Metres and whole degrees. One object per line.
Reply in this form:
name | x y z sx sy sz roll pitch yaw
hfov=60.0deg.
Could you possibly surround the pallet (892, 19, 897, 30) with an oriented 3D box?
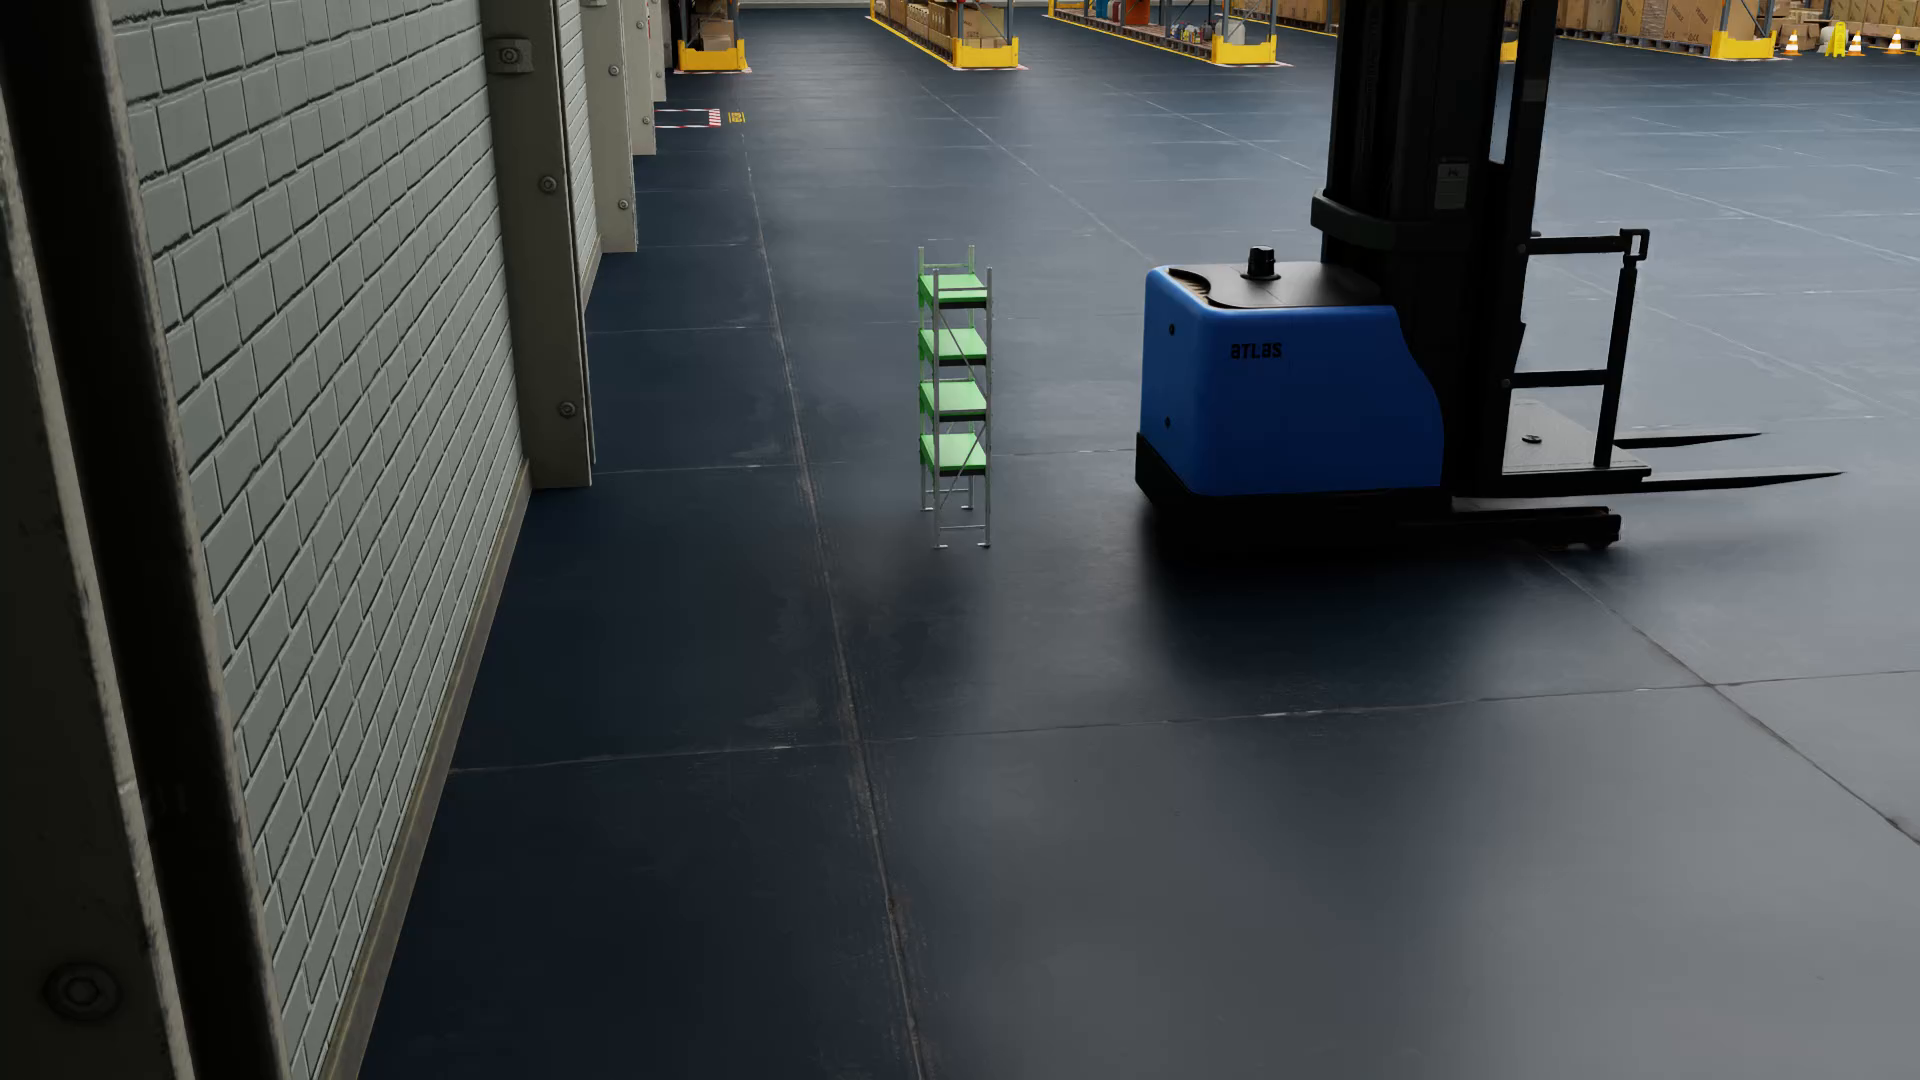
pallet | -1.113 -12.653 40.792 1.003 0.211 1.213 -3 21 -8

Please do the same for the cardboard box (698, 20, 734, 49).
cardboard box | -4.588 -9.566 31.486 0.700 0.500 0.500 -4 21 -11

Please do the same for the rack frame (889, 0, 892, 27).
rack frame | -1.268 -14.239 41.053 1.000 3.000 0.127 -3 21 -8

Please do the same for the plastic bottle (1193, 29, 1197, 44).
plastic bottle | 4.631 -9.920 32.742 0.061 0.283 0.133 -2 21 -6

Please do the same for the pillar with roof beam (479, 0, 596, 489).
pillar with roof beam | 2.324 -4.750 7.072 9.100 9.000 0.400 -3 21 -8

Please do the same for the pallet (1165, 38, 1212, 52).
pallet | 4.843 -10.177 34.162 1.003 0.211 1.213 -3 21 -8

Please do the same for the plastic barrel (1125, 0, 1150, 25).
plastic barrel | 4.124 -12.451 38.768 0.600 0.830 0.708 -3 21 -8

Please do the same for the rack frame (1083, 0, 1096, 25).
rack frame | 3.635 -14.488 41.719 1.000 3.000 0.127 -3 21 -8

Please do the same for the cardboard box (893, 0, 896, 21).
cardboard box | -1.351 -12.910 40.439 0.500 0.500 0.500 -3 21 -7

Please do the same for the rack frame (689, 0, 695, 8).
rack frame | -6.169 -13.988 40.381 1.000 3.000 0.127 -3 21 -8

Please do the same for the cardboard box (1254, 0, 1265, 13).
cardboard box | 8.390 -14.483 44.143 0.875 0.875 0.875 -3 21 -8

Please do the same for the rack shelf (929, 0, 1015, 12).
rack shelf | 0.174 -10.440 31.909 1.077 0.370 4.000 -3 21 -8

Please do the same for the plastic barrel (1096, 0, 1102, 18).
plastic barrel | 3.696 -13.512 41.506 0.600 0.901 0.708 -3 21 -8

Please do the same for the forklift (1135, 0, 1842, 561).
forklift | 2.376 -1.505 7.057 3.031 2.935 1.130 -3 21 -8

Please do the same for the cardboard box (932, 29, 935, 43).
cardboard box | -0.281 -10.029 33.110 0.500 0.250 0.500 -3 21 -8

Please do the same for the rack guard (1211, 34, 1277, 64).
rack guard | 5.307 -9.186 31.096 1.175 0.500 0.348 -3 21 -8

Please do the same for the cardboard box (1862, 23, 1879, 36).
cardboard box | 19.481 -10.790 35.149 0.500 0.250 0.500 -3 21 -8

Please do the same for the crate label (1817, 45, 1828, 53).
crate label | 17.509 -9.921 33.582 0.250 0.136 0.298 -15 25 -35

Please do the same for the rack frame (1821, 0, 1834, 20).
rack frame | 19.495 -12.468 36.310 1.000 3.000 0.127 -3 21 -8

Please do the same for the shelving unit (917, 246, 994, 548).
shelving unit | -0.024 -0.619 7.160 0.258 1.200 0.503 -3 21 -8

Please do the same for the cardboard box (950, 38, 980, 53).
cardboard box | 0.093 -9.164 30.794 0.500 0.250 0.500 -3 21 -8

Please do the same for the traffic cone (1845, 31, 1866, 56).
traffic cone | 17.684 -9.804 32.805 0.336 0.463 0.334 -3 21 -8

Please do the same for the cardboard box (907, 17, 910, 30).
cardboard box | -0.906 -11.567 37.228 0.500 0.250 0.500 -3 21 -8

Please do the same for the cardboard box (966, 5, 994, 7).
cardboard box | 0.391 -10.061 32.124 0.500 0.500 0.500 -3 21 -8

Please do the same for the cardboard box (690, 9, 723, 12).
cardboard box | -5.378 -11.037 35.423 0.700 0.500 0.500 -3 21 -8

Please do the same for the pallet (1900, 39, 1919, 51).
pallet | 19.979 -10.086 33.918 1.003 0.211 1.213 -3 21 -8

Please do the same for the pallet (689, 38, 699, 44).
pallet | -5.130 -10.181 34.174 1.003 0.211 1.213 -3 21 -8

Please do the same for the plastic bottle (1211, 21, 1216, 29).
plastic bottle | 5.193 -10.408 33.953 0.144 0.351 0.185 -4 21 -10

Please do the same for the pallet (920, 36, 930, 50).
pallet | -0.259 -10.416 34.803 1.003 0.211 1.213 -3 21 -8

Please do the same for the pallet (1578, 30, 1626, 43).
pallet | 14.426 -11.140 36.741 1.003 0.211 1.213 -3 21 -8

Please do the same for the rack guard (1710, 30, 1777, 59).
rack guard | 15.192 -9.619 32.255 1.175 0.500 0.348 -3 21 -8

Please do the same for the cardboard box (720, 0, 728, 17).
cardboard box | -5.569 -12.054 37.675 0.750 0.750 0.750 -3 21 -8

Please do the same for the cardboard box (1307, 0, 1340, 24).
cardboard box | 9.034 -12.794 39.620 1.225 0.875 0.875 -4 21 -10

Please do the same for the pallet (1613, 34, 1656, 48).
pallet | 14.644 -10.609 35.320 1.003 0.211 1.213 -3 21 -8

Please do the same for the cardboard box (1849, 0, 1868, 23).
cardboard box | 19.402 -11.325 35.508 0.500 0.500 0.500 -2 21 -6

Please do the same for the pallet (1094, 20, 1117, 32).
pallet | 3.884 -12.489 40.352 1.003 0.211 1.213 -3 21 -8

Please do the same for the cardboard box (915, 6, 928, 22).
cardboard box | -0.676 -11.293 35.694 0.500 0.311 0.500 -3 21 -8

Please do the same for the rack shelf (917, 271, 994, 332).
rack shelf | -0.024 -1.009 7.014 0.258 0.148 0.480 -3 21 -8

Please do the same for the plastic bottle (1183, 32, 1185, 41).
plastic bottle | 4.538 -10.148 33.471 0.097 0.201 0.097 0 20 0

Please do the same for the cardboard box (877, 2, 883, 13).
cardboard box | -1.902 -13.993 43.696 0.500 0.250 0.500 -3 21 -8

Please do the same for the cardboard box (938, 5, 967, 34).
cardboard box | -0.139 -10.034 32.051 0.500 0.500 0.500 -3 21 -8

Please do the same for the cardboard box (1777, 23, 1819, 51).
cardboard box | 17.314 -10.394 34.325 0.637 0.503 0.797 17 27 39

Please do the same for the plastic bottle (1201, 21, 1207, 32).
plastic bottle | 5.023 -10.467 34.112 0.144 0.351 0.185 -3 21 -8

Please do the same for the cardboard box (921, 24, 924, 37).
cardboard box | -0.532 -10.682 34.859 0.500 0.250 0.500 -3 21 -9

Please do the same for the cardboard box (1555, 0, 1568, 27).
cardboard box | 14.163 -12.193 38.189 1.050 0.750 0.750 -3 21 -7

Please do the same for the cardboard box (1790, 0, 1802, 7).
cardboard box | 22.831 -14.707 45.612 0.396 0.266 0.258 -2 21 -6

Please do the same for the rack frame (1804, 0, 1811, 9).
rack frame | 23.254 -15.489 44.400 1.000 3.000 0.127 -3 21 -8

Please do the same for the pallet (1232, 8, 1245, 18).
pallet | 8.152 -14.543 45.853 1.003 0.211 1.213 -3 21 -8
